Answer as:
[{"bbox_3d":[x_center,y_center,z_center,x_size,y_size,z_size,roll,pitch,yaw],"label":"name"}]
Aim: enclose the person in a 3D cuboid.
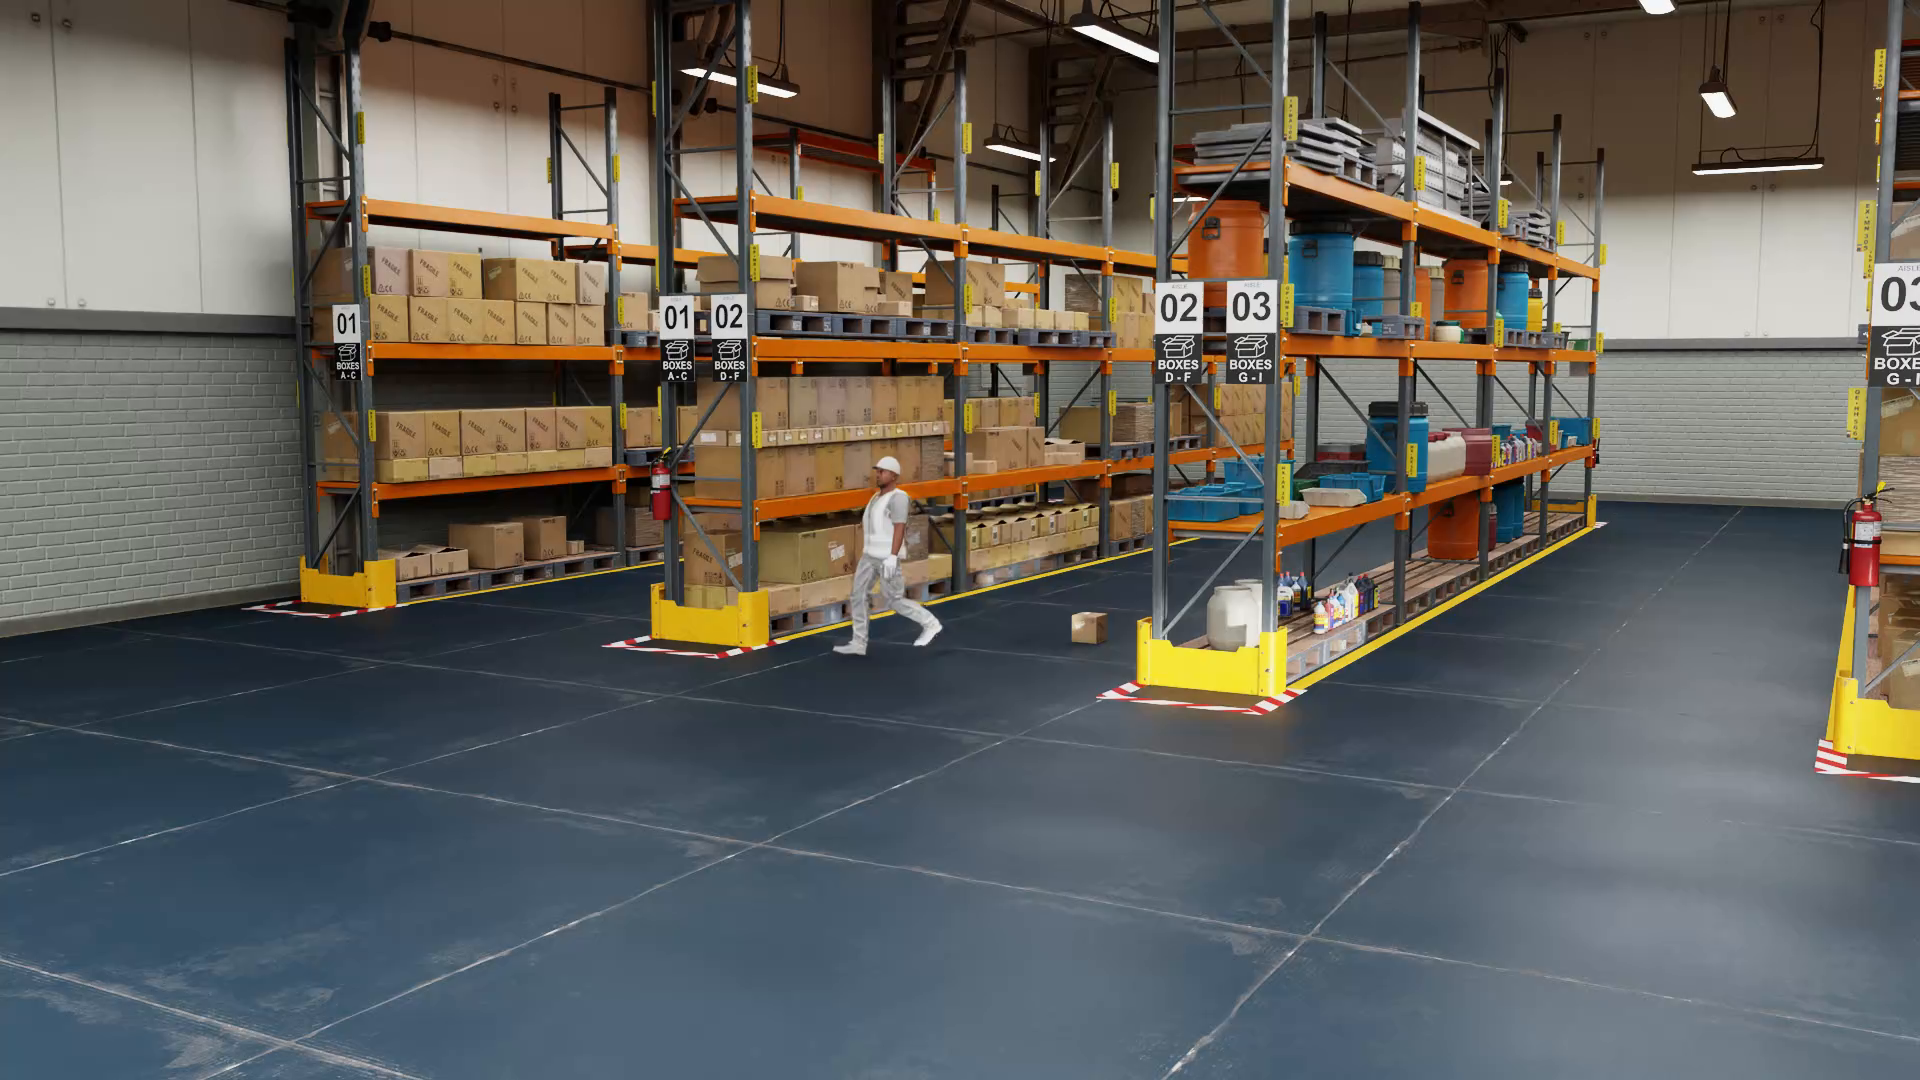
[{"bbox_3d":[-0.638,0.141,14.616,0.976,1.745,0.587,-4,7,-32],"label":"person"}]
